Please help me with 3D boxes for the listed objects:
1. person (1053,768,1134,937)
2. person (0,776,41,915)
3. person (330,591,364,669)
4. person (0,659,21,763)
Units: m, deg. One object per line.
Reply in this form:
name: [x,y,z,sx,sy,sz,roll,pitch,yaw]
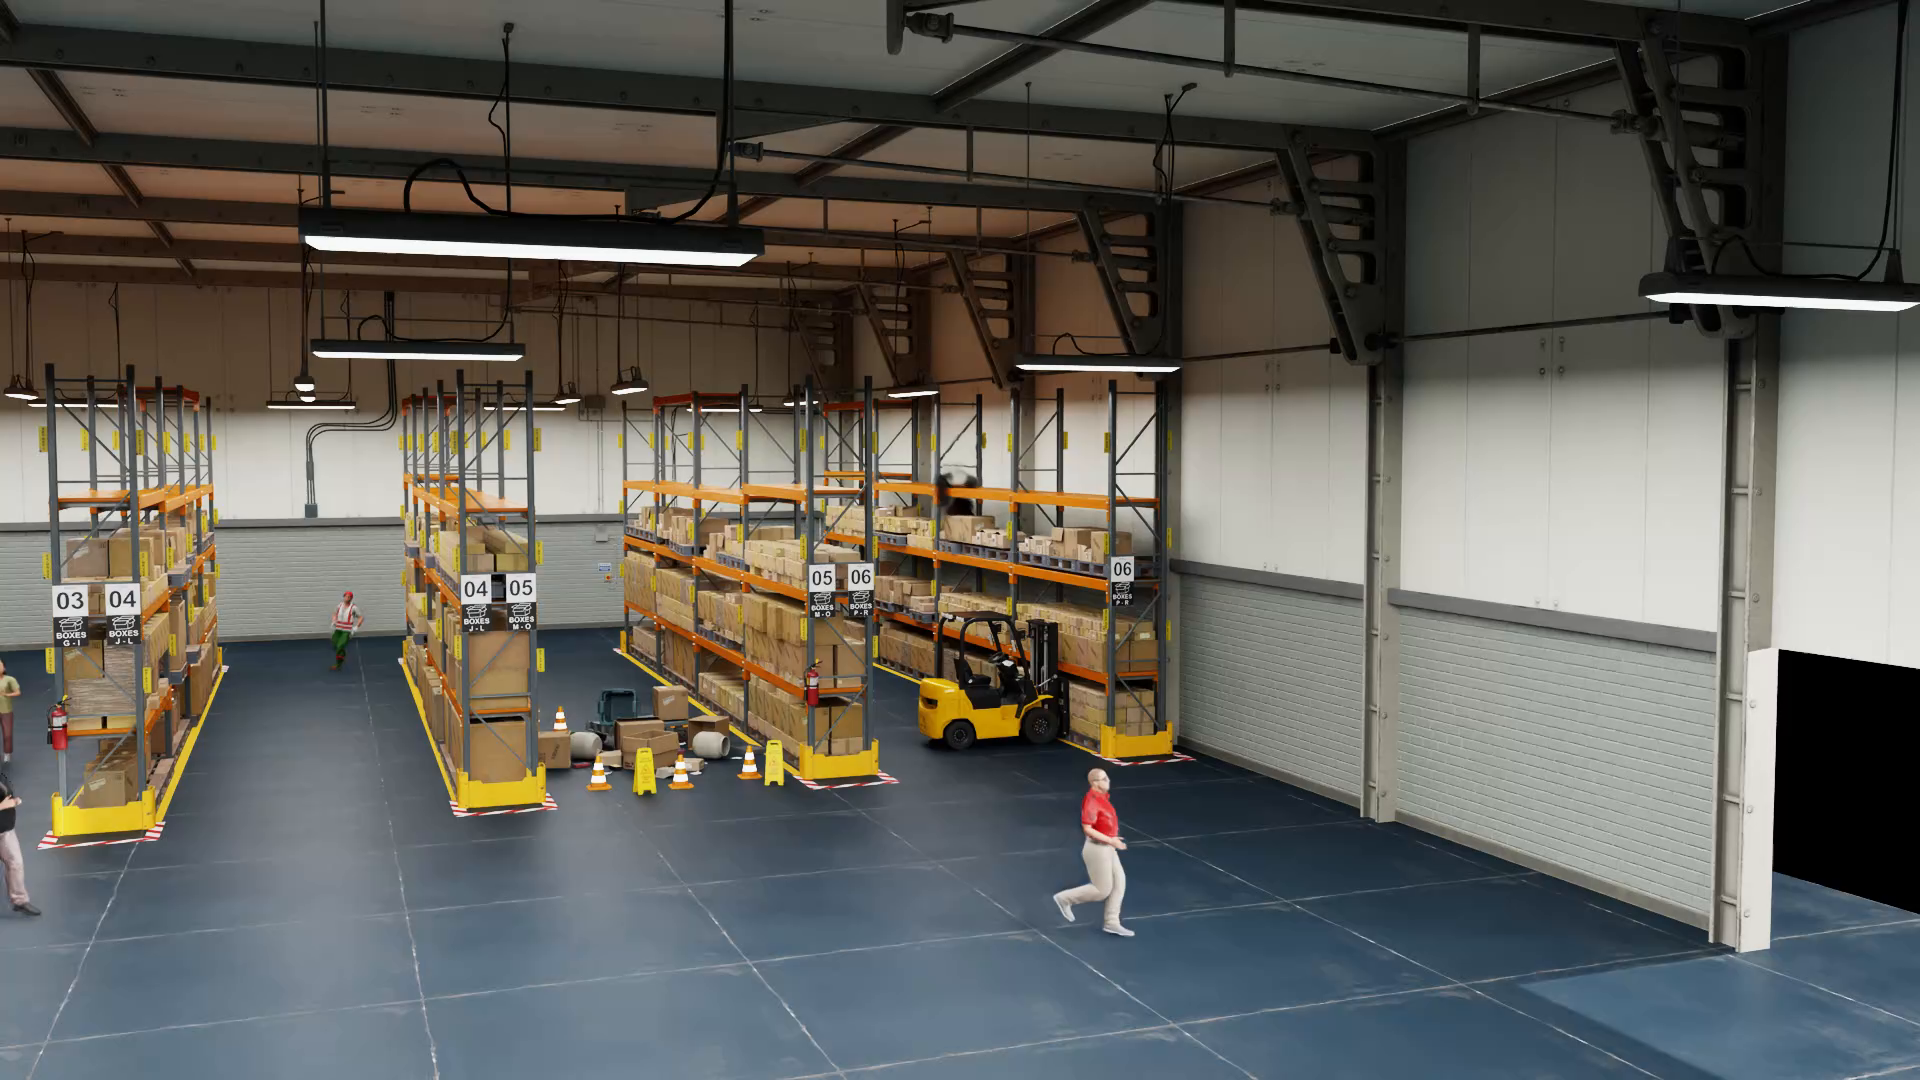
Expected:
person: [1.376,3.178,16.940,0.816,1.714,0.663,1,3,13]
person: [-10.135,3.090,17.444,0.878,1.731,0.651,0,3,6]
person: [-13.581,1.996,36.842,0.715,1.739,0.697,0,3,7]
person: [-14.694,2.652,25.459,0.570,1.665,0.960,-2,4,-27]
